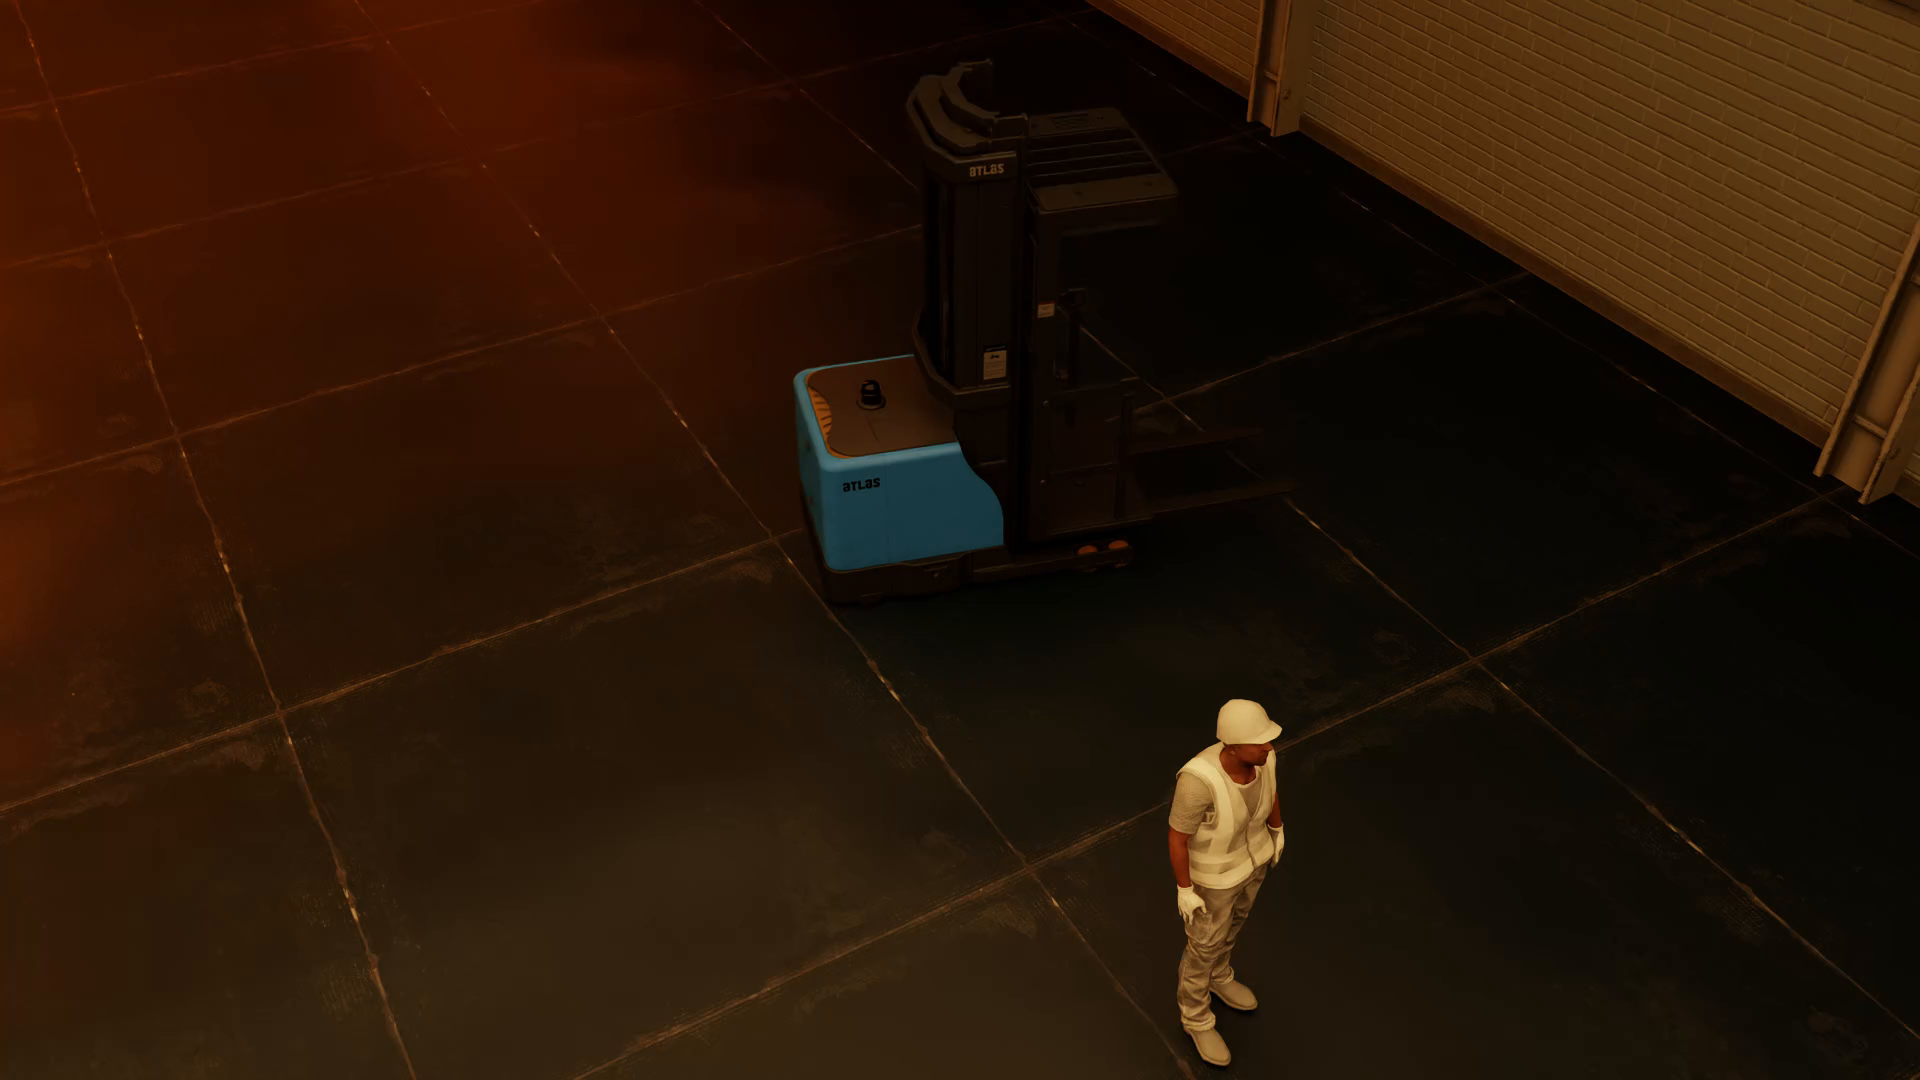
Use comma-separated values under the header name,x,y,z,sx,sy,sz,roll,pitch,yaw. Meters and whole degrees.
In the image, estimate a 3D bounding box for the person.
name,x,y,z,sx,sy,sz,roll,pitch,yaw
person,1.207,1.435,7.193,0.656,1.781,0.578,-29,48,-31

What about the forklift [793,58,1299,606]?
name,x,y,z,sx,sy,sz,roll,pitch,yaw
forklift,0.569,-1.249,9.542,3.031,2.935,1.130,-9,41,-11
